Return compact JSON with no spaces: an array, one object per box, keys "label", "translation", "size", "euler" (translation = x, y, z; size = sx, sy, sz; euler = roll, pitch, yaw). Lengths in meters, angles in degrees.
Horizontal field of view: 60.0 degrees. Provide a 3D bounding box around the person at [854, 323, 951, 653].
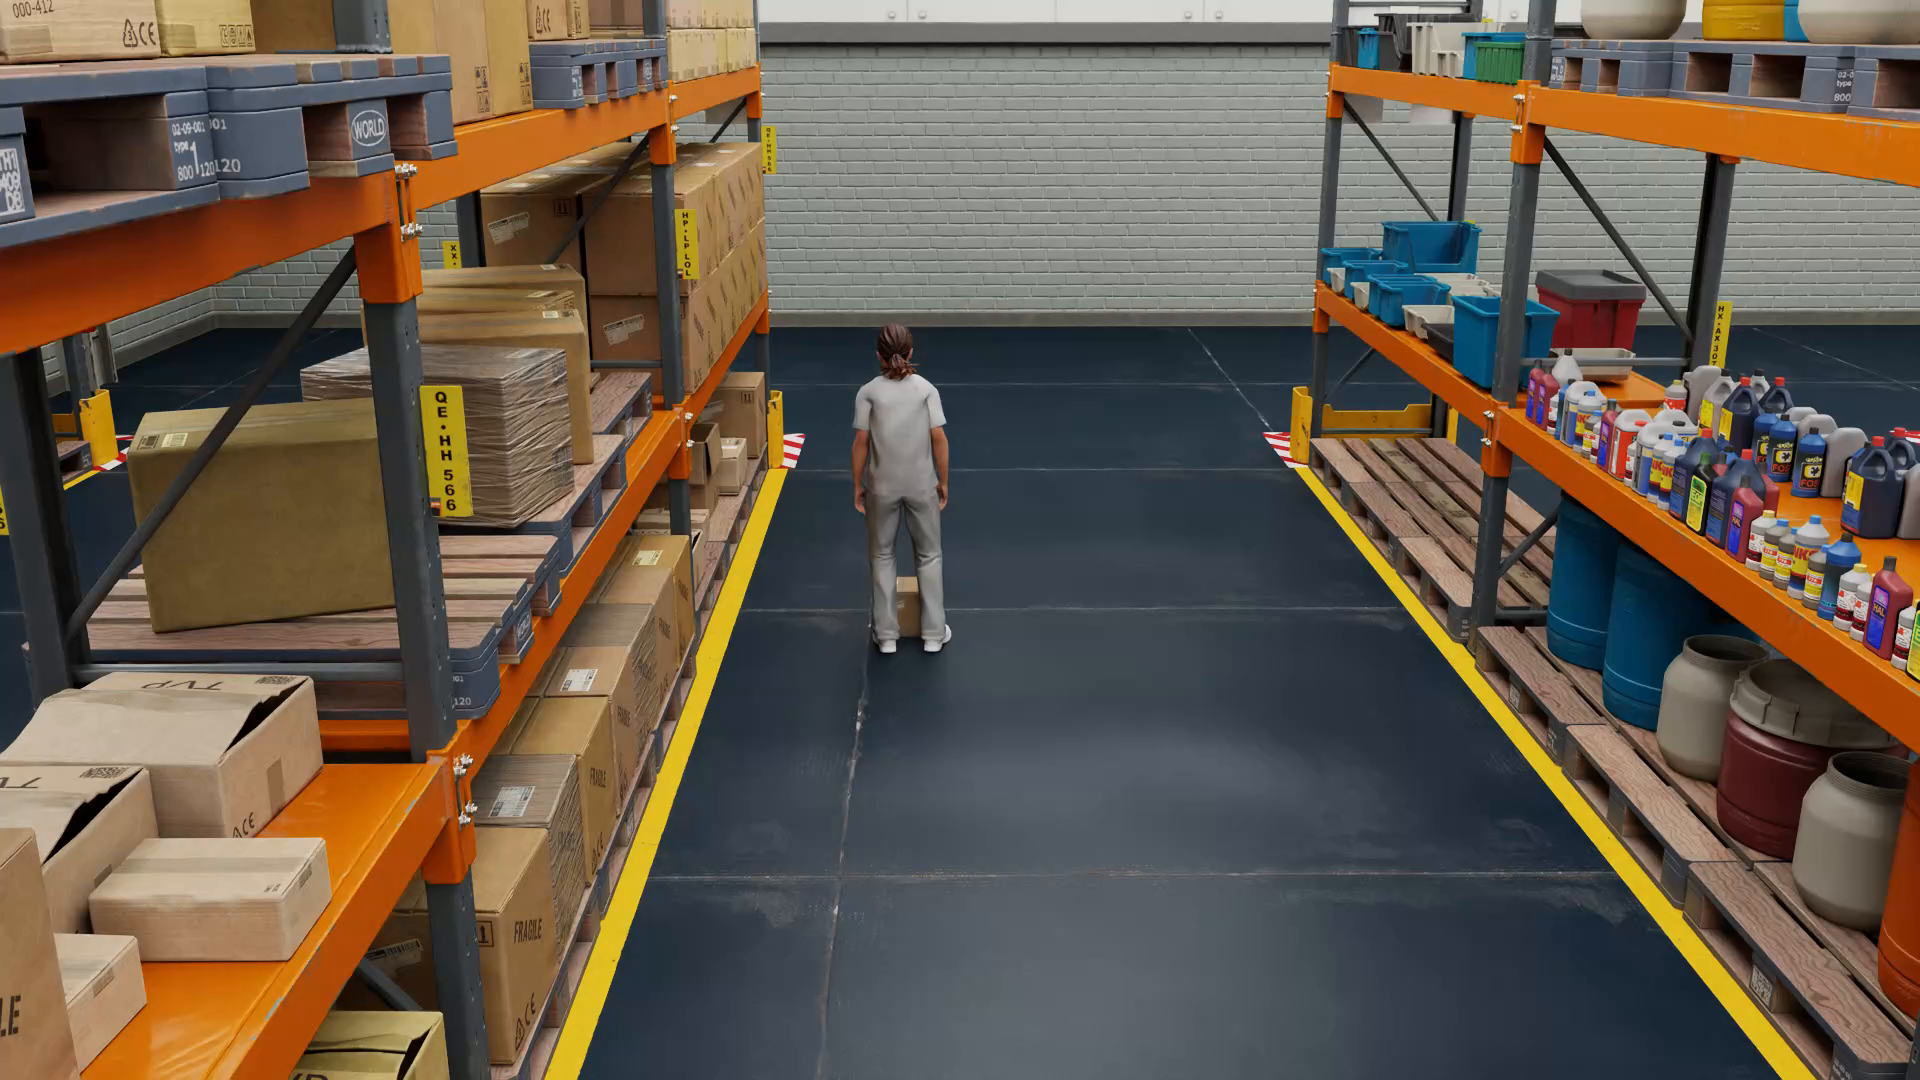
[{"label":"person","translation":[-0.285,-0.252,8.363],"size":[0.485,1.672,0.360],"euler":[0,17,-1]}]
